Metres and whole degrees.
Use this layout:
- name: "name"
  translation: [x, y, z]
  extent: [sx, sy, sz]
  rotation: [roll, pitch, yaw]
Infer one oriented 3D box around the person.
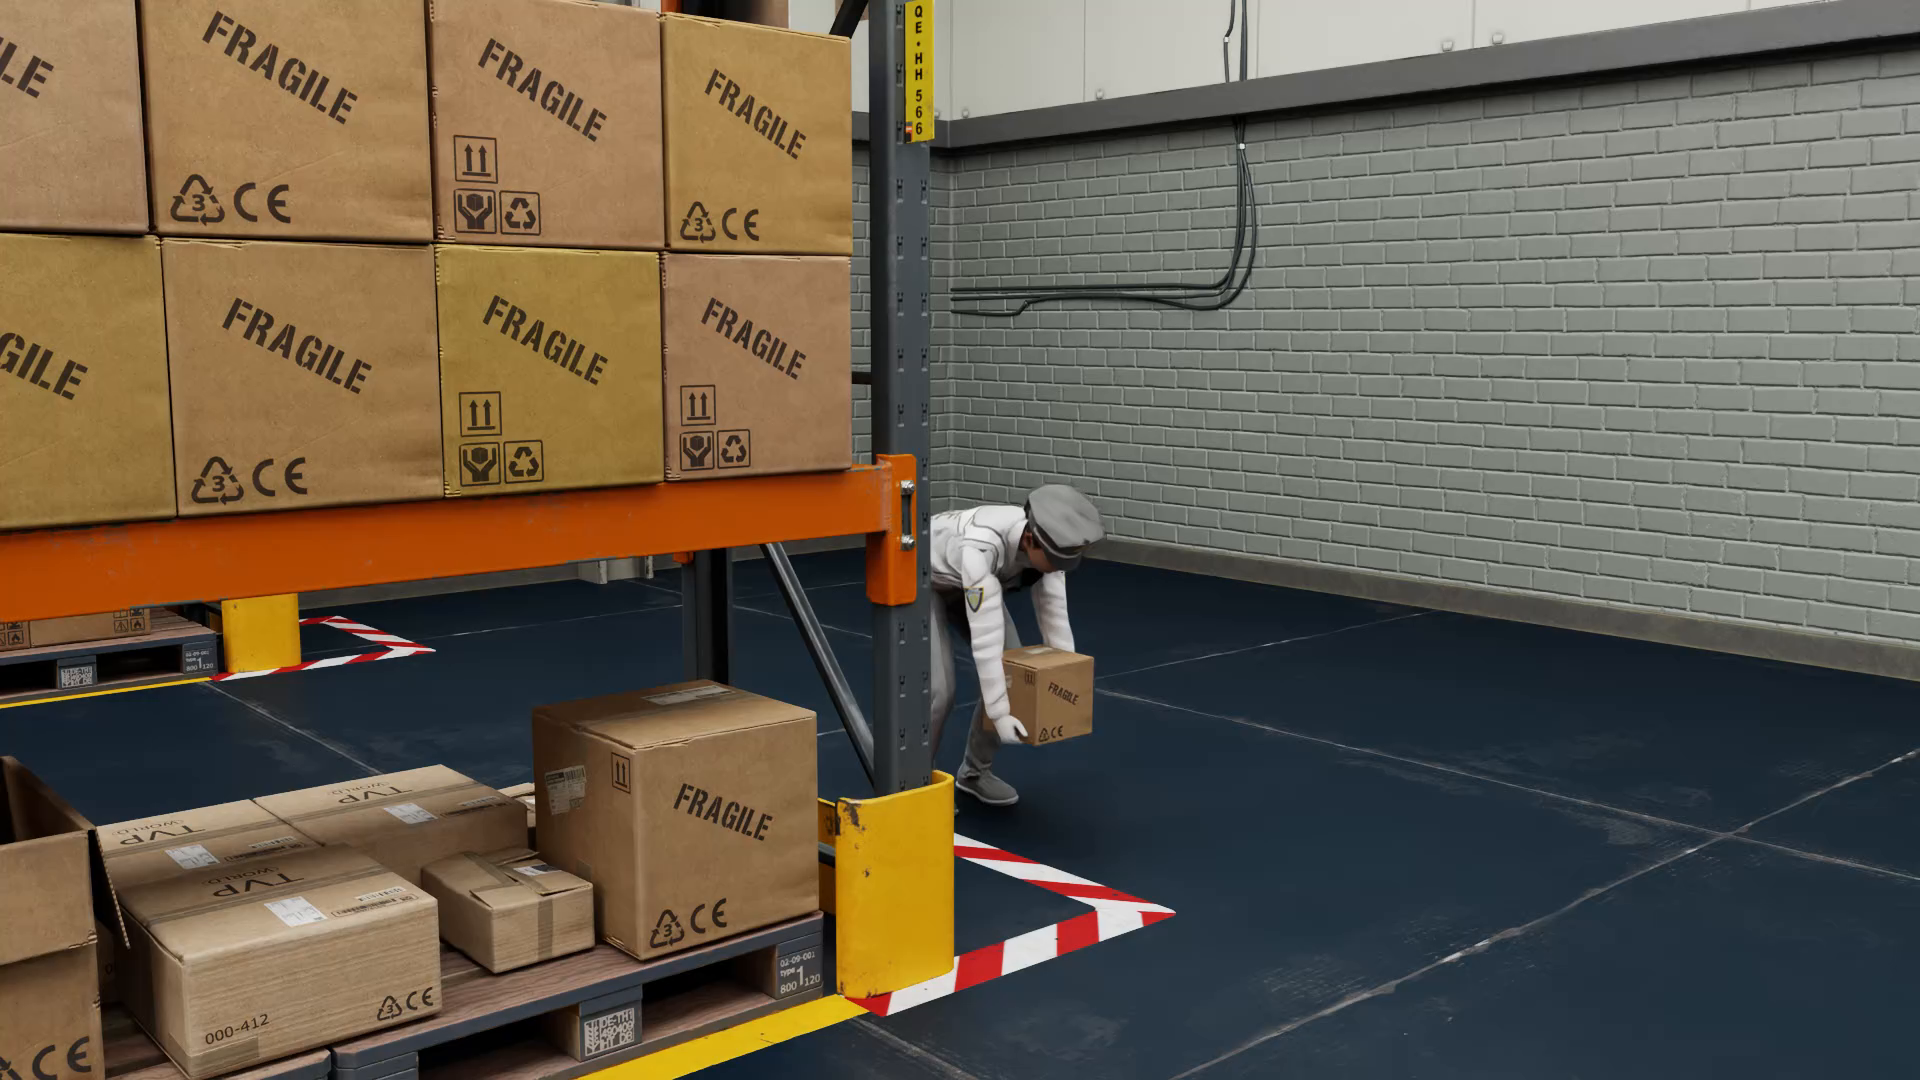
- name: "person"
  translation: [0.109, 0.365, 5.516]
  extent: [0.440, 1.145, 0.915]
  rotation: [-6, 9, -37]
